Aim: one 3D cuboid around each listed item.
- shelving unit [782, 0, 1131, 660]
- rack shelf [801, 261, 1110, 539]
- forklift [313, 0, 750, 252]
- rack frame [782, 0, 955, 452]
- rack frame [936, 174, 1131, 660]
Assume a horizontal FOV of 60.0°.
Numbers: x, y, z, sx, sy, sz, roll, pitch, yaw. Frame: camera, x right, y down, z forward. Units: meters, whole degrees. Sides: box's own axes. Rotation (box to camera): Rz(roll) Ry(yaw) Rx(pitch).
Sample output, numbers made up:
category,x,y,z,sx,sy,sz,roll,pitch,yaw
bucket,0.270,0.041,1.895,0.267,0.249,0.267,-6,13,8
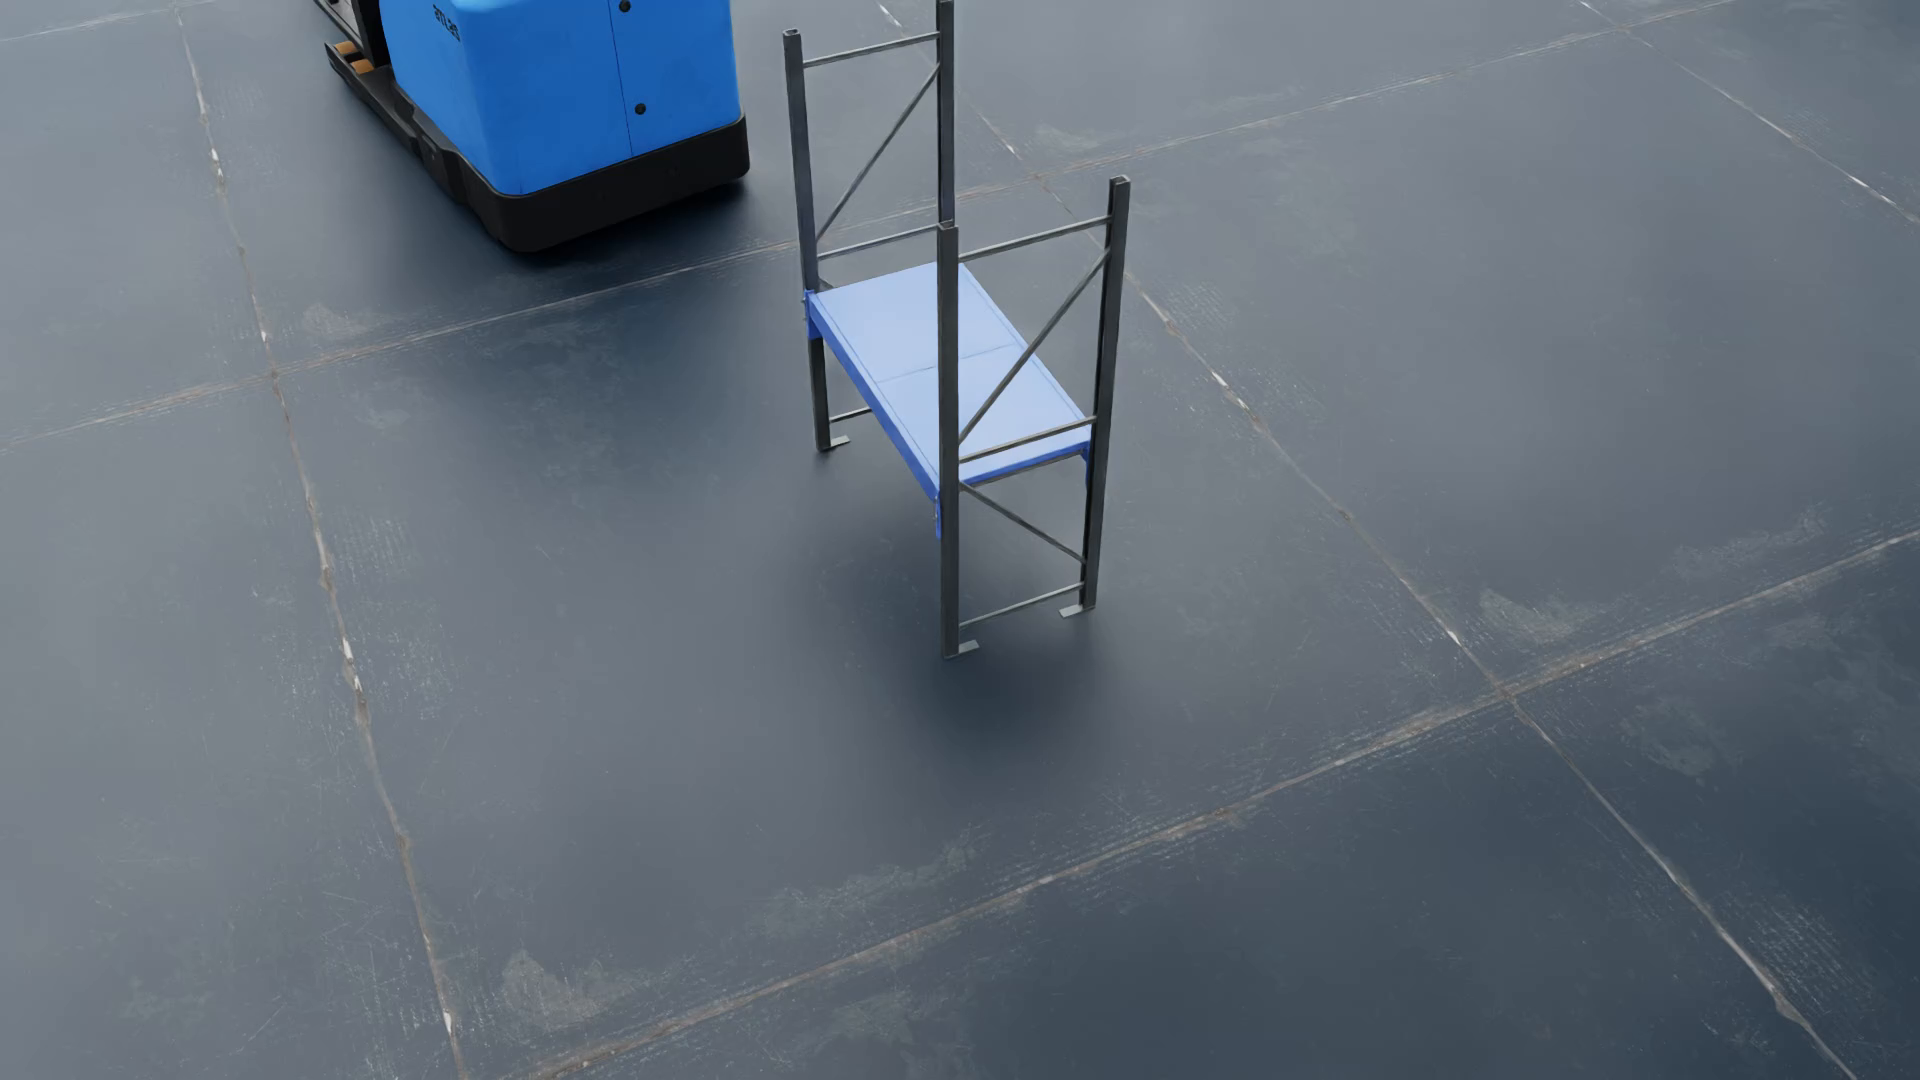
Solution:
category,x,y,z,sx,sy,sz,roll,pitch,yaw
shelving unit,-0.036,-0.588,4.778,0.538,1.500,1.048,-18,47,-17
rack shelf,-0.036,-0.460,4.905,0.538,0.185,1.000,-18,47,-17
forklift,-2.103,-3.122,6.327,1.130,2.935,3.031,-27,50,-24
rack frame,-0.250,-0.912,5.107,0.500,1.500,0.032,-18,47,-17
rack frame,0.178,-0.264,4.450,0.500,1.500,0.032,-18,47,-17
